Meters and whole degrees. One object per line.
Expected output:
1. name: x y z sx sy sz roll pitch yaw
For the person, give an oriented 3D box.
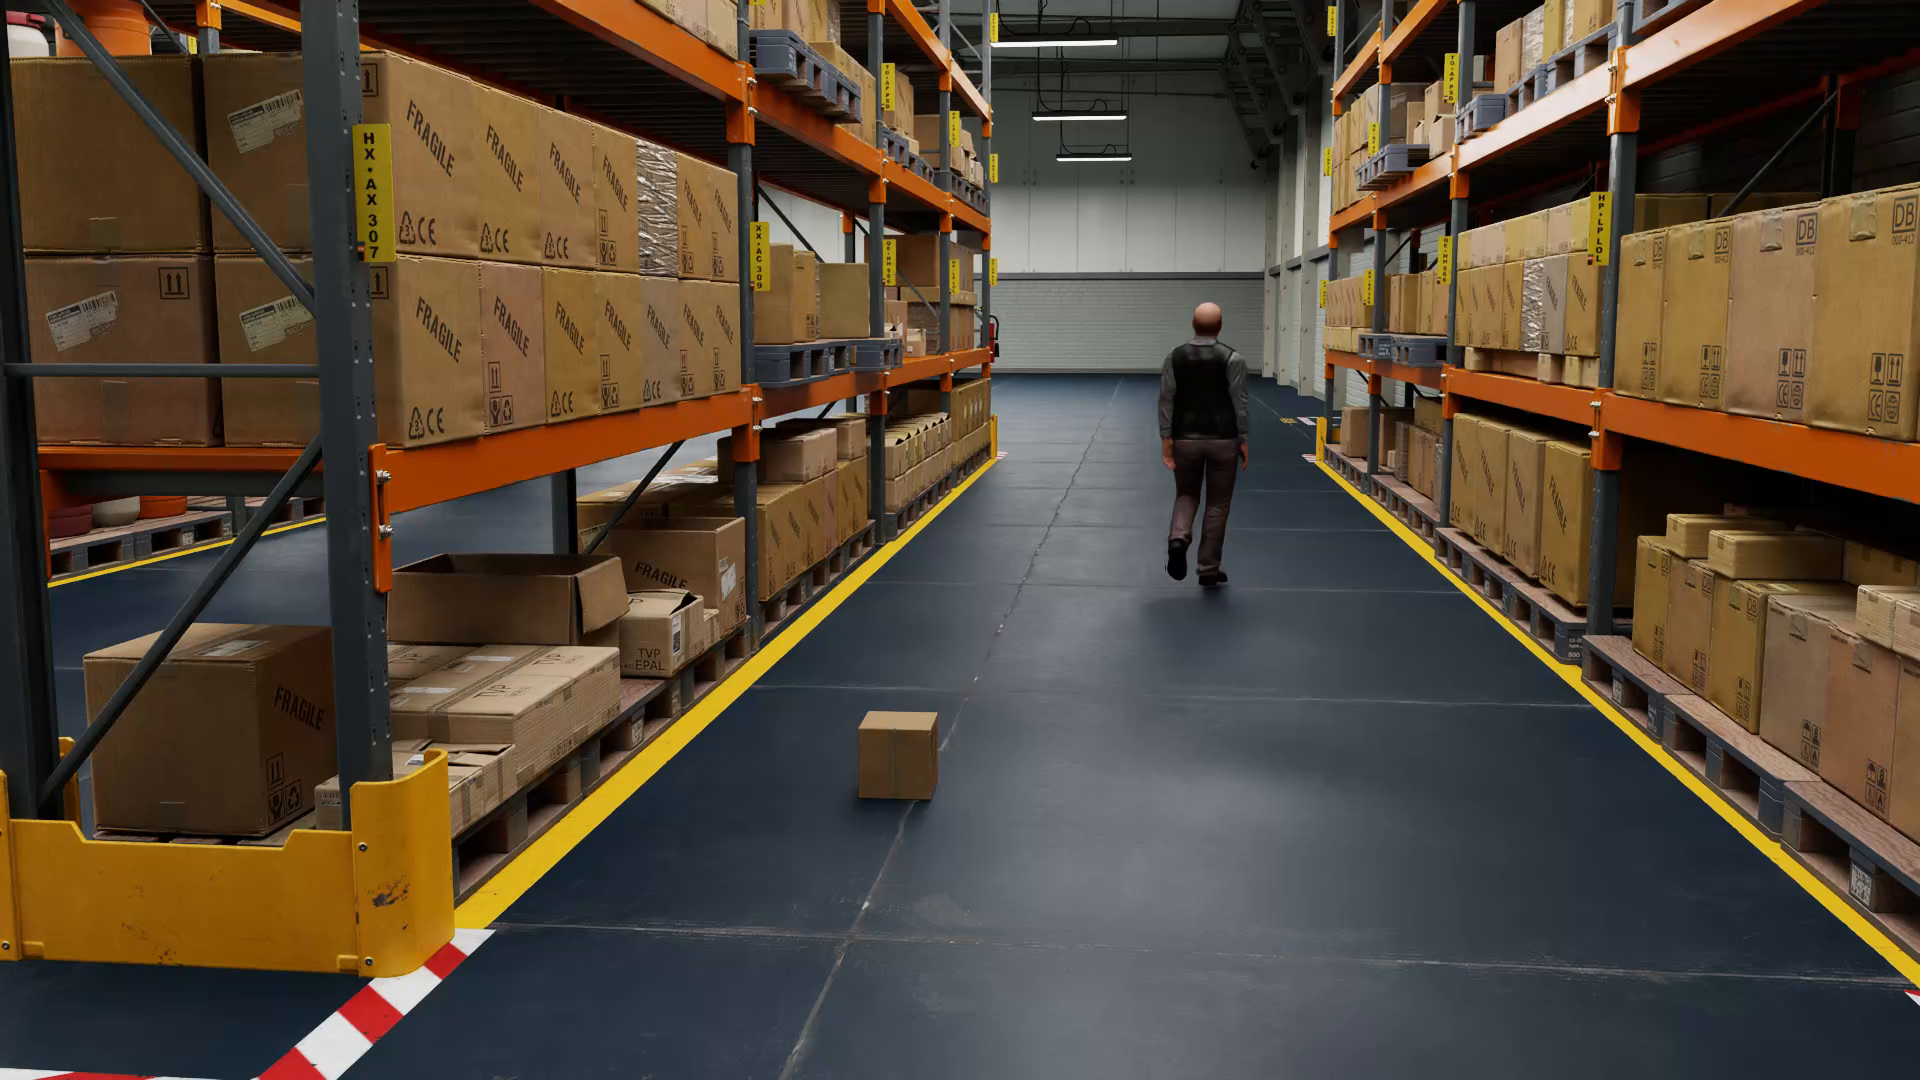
1. person: 1.479 -0.578 10.090 0.544 1.710 0.498 3 8 24
